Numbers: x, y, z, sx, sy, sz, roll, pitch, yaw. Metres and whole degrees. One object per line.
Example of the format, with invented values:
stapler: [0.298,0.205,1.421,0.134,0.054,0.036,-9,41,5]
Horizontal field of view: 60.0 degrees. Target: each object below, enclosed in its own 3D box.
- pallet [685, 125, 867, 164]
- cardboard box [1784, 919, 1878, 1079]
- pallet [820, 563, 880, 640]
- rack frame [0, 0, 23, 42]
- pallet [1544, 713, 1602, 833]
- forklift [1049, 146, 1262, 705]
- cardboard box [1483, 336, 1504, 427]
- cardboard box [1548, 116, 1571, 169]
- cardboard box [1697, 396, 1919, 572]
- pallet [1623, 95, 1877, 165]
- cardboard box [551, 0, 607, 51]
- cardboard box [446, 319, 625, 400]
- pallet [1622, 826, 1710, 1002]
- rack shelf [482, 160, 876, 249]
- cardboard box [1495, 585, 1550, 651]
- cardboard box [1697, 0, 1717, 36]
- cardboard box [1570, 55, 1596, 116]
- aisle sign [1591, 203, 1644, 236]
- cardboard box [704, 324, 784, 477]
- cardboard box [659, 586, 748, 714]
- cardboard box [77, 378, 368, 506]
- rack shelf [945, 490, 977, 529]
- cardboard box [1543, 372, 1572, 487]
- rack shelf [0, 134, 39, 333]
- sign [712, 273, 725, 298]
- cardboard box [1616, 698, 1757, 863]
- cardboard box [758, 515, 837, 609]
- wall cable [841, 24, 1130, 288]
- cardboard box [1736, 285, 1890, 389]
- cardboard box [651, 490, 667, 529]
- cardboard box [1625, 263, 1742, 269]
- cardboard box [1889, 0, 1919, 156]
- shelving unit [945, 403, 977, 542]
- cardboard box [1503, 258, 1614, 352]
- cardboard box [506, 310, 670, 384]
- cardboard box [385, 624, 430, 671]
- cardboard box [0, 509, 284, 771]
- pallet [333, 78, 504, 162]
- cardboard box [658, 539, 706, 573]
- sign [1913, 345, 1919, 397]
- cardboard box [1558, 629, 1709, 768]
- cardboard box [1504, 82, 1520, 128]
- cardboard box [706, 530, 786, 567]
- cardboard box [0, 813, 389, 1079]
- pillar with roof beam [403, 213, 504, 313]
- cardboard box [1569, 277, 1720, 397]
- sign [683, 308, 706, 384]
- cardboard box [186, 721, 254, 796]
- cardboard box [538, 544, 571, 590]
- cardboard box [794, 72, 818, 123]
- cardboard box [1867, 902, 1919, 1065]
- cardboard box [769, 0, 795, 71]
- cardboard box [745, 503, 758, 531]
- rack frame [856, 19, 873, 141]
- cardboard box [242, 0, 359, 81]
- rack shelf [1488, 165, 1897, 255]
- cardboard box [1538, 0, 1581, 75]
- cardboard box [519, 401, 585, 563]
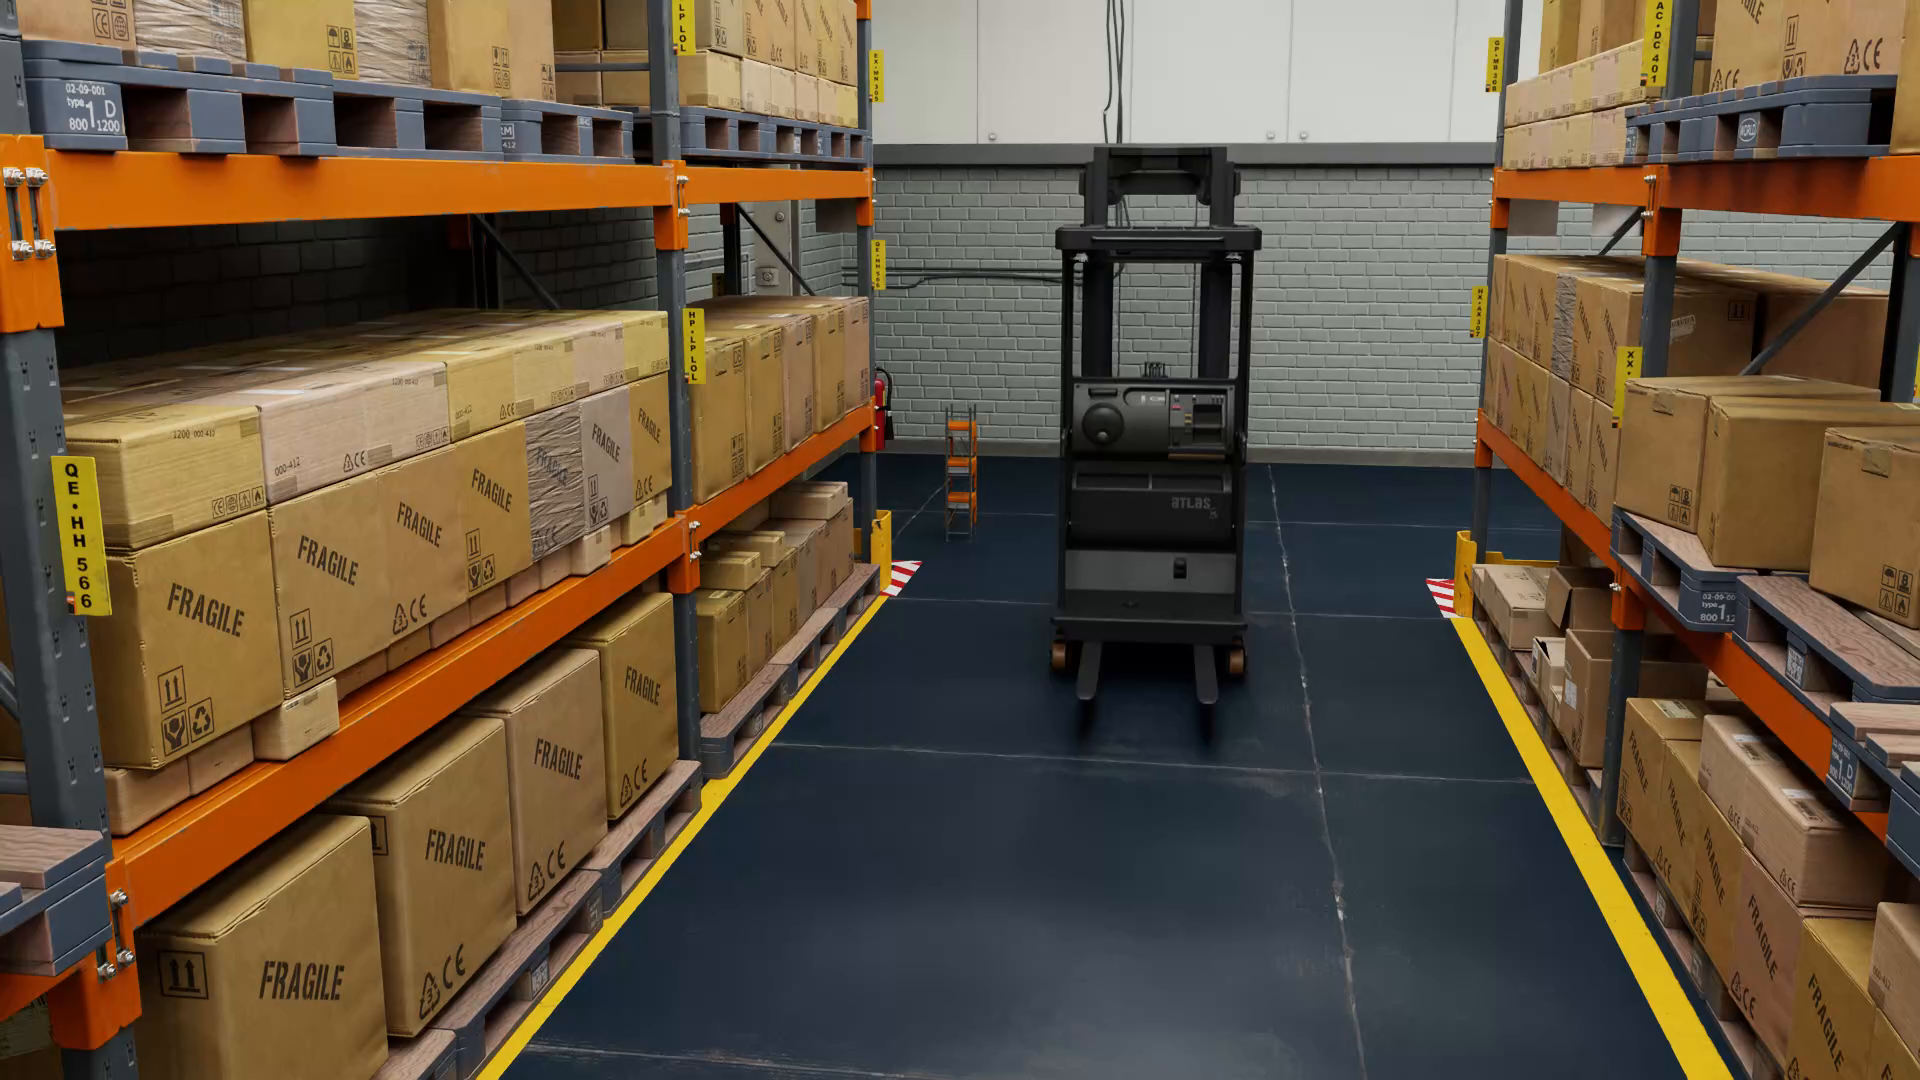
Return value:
pallet: [-1.181,-2.429,10.233,1.003,0.211,1.213,2,12,9]
cardboard box: [2.580,1.362,4.445,0.500,0.500,0.500,1,12,7]
pallet: [-1.123,0.372,10.768,1.003,0.211,1.213,2,12,9]
rack frame: [-2.308,-2.428,2.898,1.000,3.000,0.127,2,12,9]
pallet: [3.310,1.052,7.610,1.003,0.211,1.213,2,12,9]
forklift: [1.099,-0.733,9.438,1.130,2.935,3.031,1,12,7]
cardboard box: [3.489,-0.966,10.117,0.500,0.500,0.500,2,12,10]
cardboard box: [3.252,-1.983,8.310,0.500,0.250,0.500,2,12,9]
cardboard box: [2.866,-0.186,5.500,0.700,0.500,0.500,4,13,18]
pallet: [3.033,-1.409,5.737,1.213,0.211,1.003,2,12,9]
cardboard box: [-1.815,-2.494,7.670,0.500,0.500,0.500,2,12,8]
cardboard box: [-1.600,-0.687,6.289,0.500,0.250,0.500,2,12,10]
pallet: [3.115,1.366,6.155,1.003,0.211,1.213,2,12,9]
rack shelf: [-1.385,-1.859,9.086,1.077,0.370,4.000,2,12,9]
cardboard box: [3.300,0.441,9.312,0.500,0.250,0.500,2,12,9]
cardboard box: [3.240,-2.274,6.697,0.700,0.500,0.500,2,12,9]
cardboard box: [3.169,-2.123,7.776,0.500,0.250,0.500,2,12,9]
aisle sign: [4.131,-2.276,10.263,0.394,0.787,0.004,2,12,9]
cardboard box: [-1.475,-0.739,8.588,0.980,0.700,0.700,2,12,7]
cardboard box: [-1.476,0.537,8.320,0.700,0.500,0.500,2,12,9]
cardboard box: [-1.901,-0.264,4.326,0.500,0.250,0.500,2,12,8]
rack shelf: [0.008,-0.242,12.995,0.215,0.259,0.240,2,12,9]
cardboard box: [3.181,-0.544,8.159,0.500,0.500,0.500,2,12,10]
rack shelf: [-2.615,-0.193,1.358,1.077,0.370,4.000,2,12,9]
sign: [-1.625,-1.642,11.248,0.100,0.325,0.005,2,12,9]
cardboard box: [2.888,0.932,6.439,0.500,0.500,0.500,1,12,6]
cardboard box: [-1.163,0.109,10.302,0.700,0.500,0.500,2,12,8]
wall cable: [0.146,-3.741,16.362,3.097,2.526,0.112,2,12,9]
cardboard box: [3.553,-0.795,6.950,0.500,0.500,0.500,2,12,10]
cardboard box: [-1.465,-0.135,7.049,0.380,0.149,0.250,2,12,9]
cardboard box: [3.869,-1.224,8.940,0.500,0.500,0.500,2,12,10]
cardboard box: [2.780,-1.157,3.884,0.910,0.500,0.500,2,12,9]
shelving unit: [0.008,-0.524,12.934,0.215,1.050,0.252,2,12,9]
cardboard box: [3.416,-1.345,9.506,0.500,0.500,0.500,2,12,9]
cardboard box: [-1.511,-0.793,6.782,0.500,0.250,0.500,2,12,10]
cardboard box: [-1.858,0.288,5.085,0.380,0.149,0.250,2,12,10]
cardboard box: [-1.980,0.208,3.917,0.500,0.500,0.500,2,12,10]
pallet: [-2.092,-1.238,4.945,1.003,0.211,1.213,2,12,11]
cardboard box: [-1.576,0.079,8.906,0.380,0.149,0.250,1,12,7]
sign: [3.752,-0.717,6.451,0.100,0.325,0.005,2,12,9]
cardboard box: [3.010,0.711,7.463,0.500,0.500,0.500,2,12,9]
cardboard box: [3.482,-2.540,9.707,0.500,0.250,0.500,2,12,9]
cardboard box: [-1.163,0.045,9.059,0.380,0.149,0.250,2,12,7]
cardboard box: [-2.065,1.202,4.403,0.750,0.750,0.750,2,12,8]
pillar with roof beam: [1.814,-3.295,6.921,9.100,9.000,0.400,2,12,9]
cardboard box: [3.101,-0.926,7.560,0.500,0.500,0.500,2,12,8]
sign: [-1.155,-0.839,7.208,0.100,0.325,0.005,2,12,9]
cardboard box: [-1.981,0.505,4.080,0.380,0.149,0.250,2,12,9]
cardboard box: [-1.650,0.076,6.069,0.380,0.149,0.250,2,12,9]
cardboard box: [-1.082,-2.430,9.149,0.500,0.250,0.500,2,12,7]
cardboard box: [2.504,1.091,3.921,0.500,0.250,0.500,2,12,11]
cardboard box: [-1.162,-2.691,8.582,0.500,0.500,0.500,2,12,9]
cardboard box: [-1.419,-0.134,9.891,0.380,0.149,0.250,2,12,9]
rack frame: [-1.077,-4.093,10.626,1.000,3.000,0.127,2,12,9]
cardboard box: [-2.162,-1.555,4.687,0.700,0.500,0.500,3,12,12]
rack shelf: [3.511,-1.699,8.345,1.077,0.370,4.000,2,12,9]
cardboard box: [3.595,-2.796,9.116,0.700,0.500,0.500,2,12,9]
cardboard box: [-1.669,-0.217,5.888,0.500,0.500,0.500,2,12,9]
